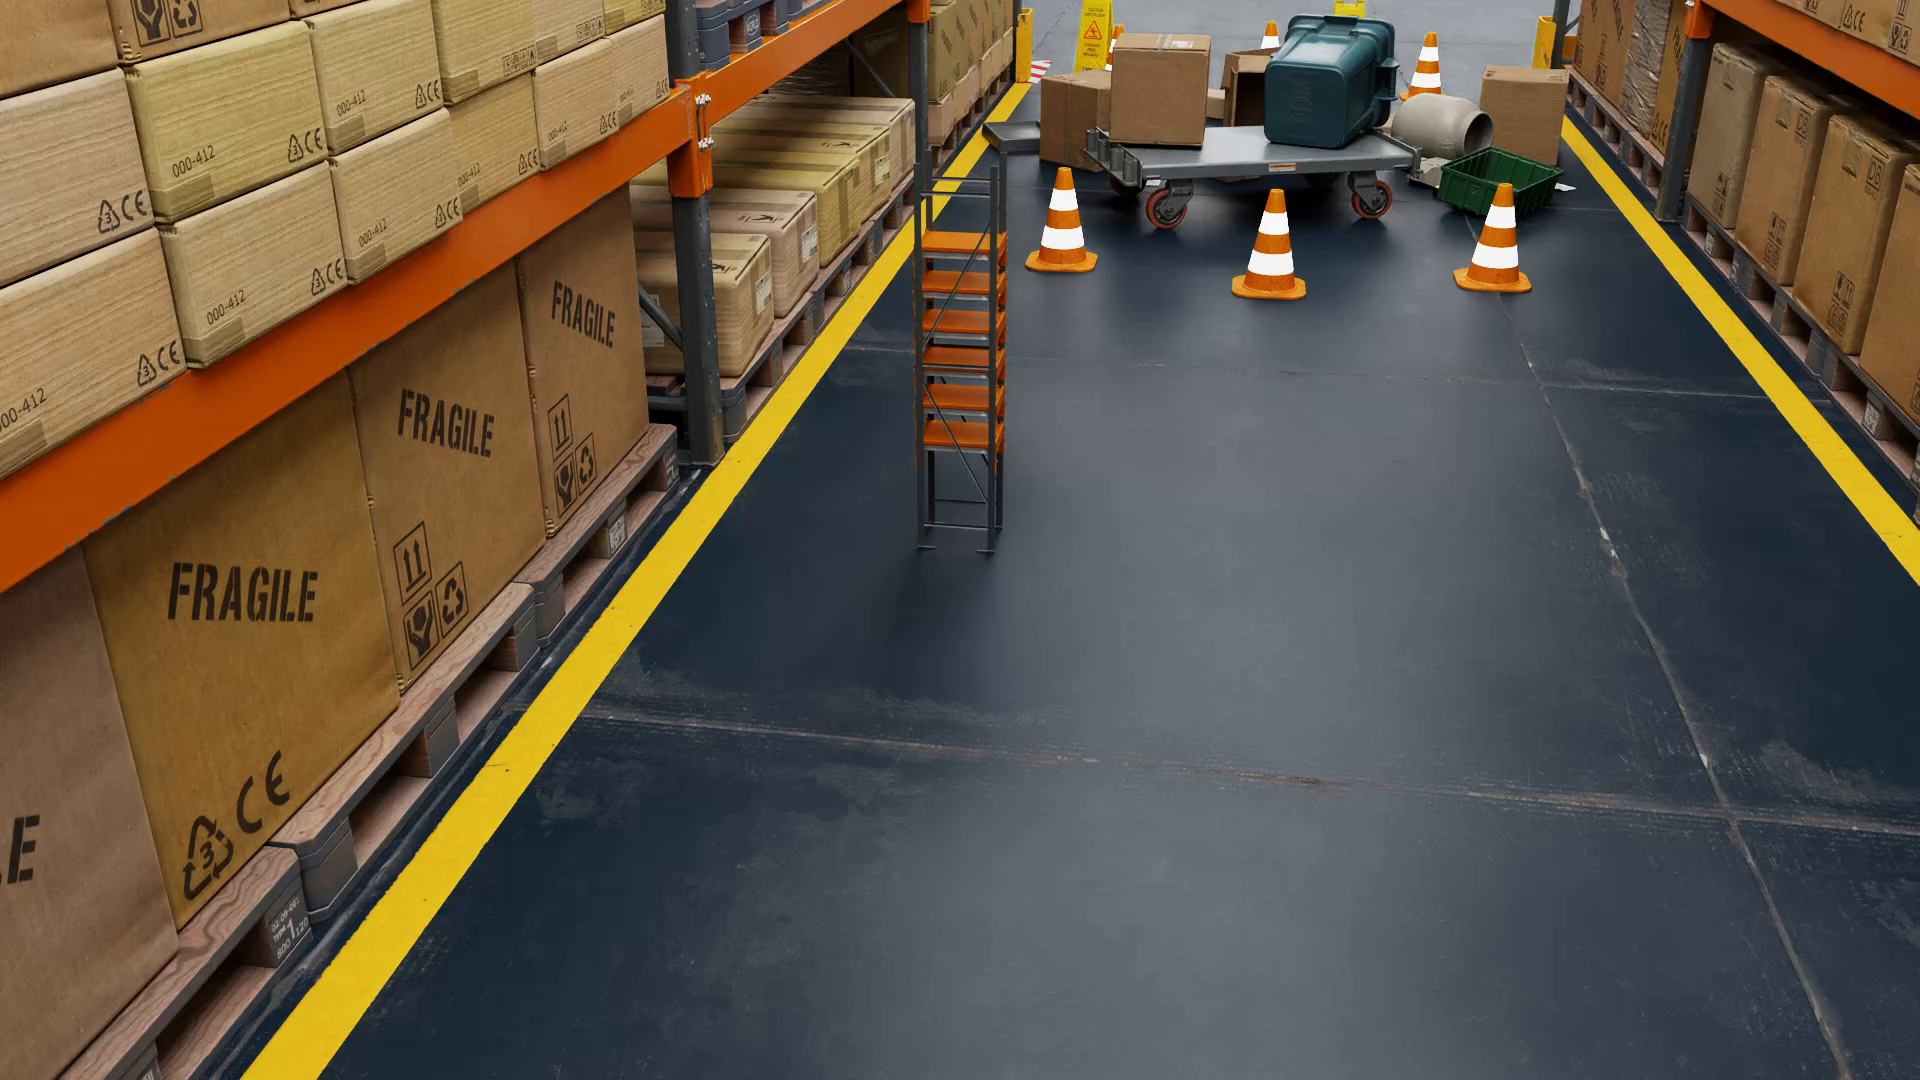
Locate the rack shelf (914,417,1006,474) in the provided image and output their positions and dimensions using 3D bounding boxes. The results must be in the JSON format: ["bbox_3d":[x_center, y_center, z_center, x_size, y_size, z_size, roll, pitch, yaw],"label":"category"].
[{"bbox_3d":[0.002,-0.292,5.129,0.258,0.103,0.180,4,25,9],"label":"rack shelf"}]

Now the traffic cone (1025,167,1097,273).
[{"bbox_3d":[0.499,-1.571,8.061,0.336,0.463,0.334,4,25,9],"label":"traffic cone"}]

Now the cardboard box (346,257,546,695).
[{"bbox_3d":[-1.678,-0.235,4.225,0.875,0.875,0.875,4,25,9],"label":"cardboard box"}]

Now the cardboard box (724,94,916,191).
[{"bbox_3d":[-0.763,-2.117,8.838,0.950,0.372,0.625,4,25,9],"label":"cardboard box"}]

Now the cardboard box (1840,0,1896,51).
[{"bbox_3d":[3.540,-2.032,5.936,0.500,0.500,0.500,4,25,8],"label":"cardboard box"}]

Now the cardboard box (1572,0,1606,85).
[{"bbox_3d":[4.828,-3.648,11.516,0.875,0.875,0.875,4,25,9],"label":"cardboard box"}]

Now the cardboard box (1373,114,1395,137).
[{"bbox_3d":[2.684,-2.644,10.585,0.396,0.266,0.258,8,26,18],"label":"cardboard box"}]

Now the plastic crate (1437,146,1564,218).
[{"bbox_3d":[2.956,-1.951,9.130,0.450,0.188,0.662,29,36,30],"label":"plastic crate"}]

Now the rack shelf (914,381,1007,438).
[{"bbox_3d":[0.002,-0.401,5.078,0.258,0.103,0.180,4,25,9],"label":"rack shelf"}]

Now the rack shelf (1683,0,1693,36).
[{"bbox_3d":[4.547,-3.546,10.136,1.077,0.370,4.000,4,25,9],"label":"rack shelf"}]

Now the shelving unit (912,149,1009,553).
[{"bbox_3d":[0.002,-0.549,5.009,0.258,1.200,0.189,4,25,9],"label":"shelving unit"}]

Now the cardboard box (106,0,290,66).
[{"bbox_3d":[-1.491,-1.077,2.715,0.500,0.500,0.500,3,25,7],"label":"cardboard box"}]

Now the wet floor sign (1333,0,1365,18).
[{"bbox_3d":[2.925,-3.791,12.589,0.267,0.644,0.232,0,25,-1],"label":"wet floor sign"}]

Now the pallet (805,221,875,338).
[{"bbox_3d":[-1.002,-1.236,7.641,1.003,0.211,1.213,4,25,9],"label":"pallet"}]

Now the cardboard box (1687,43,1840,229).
[{"bbox_3d":[4.208,-1.941,8.016,1.050,0.750,0.750,4,25,8],"label":"cardboard box"}]

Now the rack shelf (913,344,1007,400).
[{"bbox_3d":[0.002,-0.509,5.027,0.258,0.103,0.180,4,25,9],"label":"rack shelf"}]

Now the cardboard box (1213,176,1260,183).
[{"bbox_3d":[1.571,-2.290,9.829,0.258,0.266,0.396,-14,29,-27],"label":"cardboard box"}]

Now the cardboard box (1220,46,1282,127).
[{"bbox_3d":[2.185,-2.968,10.998,0.797,0.503,0.637,-14,29,-27],"label":"cardboard box"}]

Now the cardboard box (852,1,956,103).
[{"bbox_3d":[-0.317,-2.849,9.661,0.500,0.500,0.500,5,26,11],"label":"cardboard box"}]

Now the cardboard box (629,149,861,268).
[{"bbox_3d":[-0.989,-1.525,7.573,0.950,0.372,0.625,5,26,10],"label":"cardboard box"}]

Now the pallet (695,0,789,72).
[{"bbox_3d":[-1.322,-1.882,5.958,1.213,0.211,1.003,4,25,9],"label":"pallet"}]

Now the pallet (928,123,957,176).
[{"bbox_3d":[-0.605,-2.356,10.035,1.003,0.211,1.213,4,25,9],"label":"pallet"}]

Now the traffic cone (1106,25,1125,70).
[{"bbox_3d":[1.177,-3.591,12.376,0.336,0.463,0.334,4,25,9],"label":"traffic cone"}]

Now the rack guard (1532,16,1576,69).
[{"bbox_3d":[4.878,-3.586,12.322,1.175,0.500,0.348,4,25,9],"label":"rack guard"}]

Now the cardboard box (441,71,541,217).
[{"bbox_3d":[-1.326,-0.941,3.900,0.500,0.250,0.500,4,25,8],"label":"cardboard box"}]

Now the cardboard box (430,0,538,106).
[{"bbox_3d":[-1.305,-1.171,3.801,0.500,0.250,0.500,3,25,7],"label":"cardboard box"}]

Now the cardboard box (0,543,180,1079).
[{"bbox_3d":[-1.965,0.517,2.618,0.875,0.875,0.875,5,26,10],"label":"cardboard box"}]

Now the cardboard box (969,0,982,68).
[{"bbox_3d":[-0.155,-3.290,10.604,0.500,0.500,0.500,5,26,11],"label":"cardboard box"}]

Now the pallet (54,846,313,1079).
[{"bbox_3d":[-1.935,0.945,2.982,1.003,0.211,1.213,4,25,9],"label":"pallet"}]

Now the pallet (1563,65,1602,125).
[{"bbox_3d":[4.821,-3.105,11.636,1.003,0.211,1.213,4,25,9],"label":"pallet"}]

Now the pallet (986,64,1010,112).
[{"bbox_3d":[-0.206,-3.377,12.216,1.003,0.211,1.213,4,25,9],"label":"pallet"}]

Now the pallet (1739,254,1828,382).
[{"bbox_3d":[3.972,-0.933,6.994,1.003,0.211,1.213,4,25,9],"label":"pallet"}]

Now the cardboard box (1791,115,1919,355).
[{"bbox_3d":[3.895,-1.148,6.323,1.050,0.750,0.750,4,25,9],"label":"cardboard box"}]

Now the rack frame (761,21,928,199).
[{"bbox_3d":[-0.680,-3.336,8.839,1.000,3.000,0.127,4,25,9],"label":"rack frame"}]

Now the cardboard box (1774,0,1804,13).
[{"bbox_3d":[3.703,-2.459,6.848,0.500,0.500,0.500,4,25,8],"label":"cardboard box"}]

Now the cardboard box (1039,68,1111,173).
[{"bbox_3d":[0.838,-2.559,10.124,0.500,0.500,0.500,-20,32,-36],"label":"cardboard box"}]

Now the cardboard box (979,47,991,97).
[{"bbox_3d":[-0.065,-3.162,11.215,0.500,0.250,0.500,3,25,7],"label":"cardboard box"}]

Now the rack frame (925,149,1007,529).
[{"bbox_3d":[0.017,-0.588,5.090,0.240,1.200,0.006,4,25,9],"label":"rack frame"}]

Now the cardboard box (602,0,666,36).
[{"bbox_3d":[-1.162,-1.601,4.720,0.500,0.250,0.500,4,25,8],"label":"cardboard box"}]

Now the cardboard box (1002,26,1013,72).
[{"bbox_3d":[0.104,-3.587,12.123,0.500,0.250,0.500,4,25,8],"label":"cardboard box"}]

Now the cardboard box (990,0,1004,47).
[{"bbox_3d":[0.019,-3.722,11.527,0.500,0.500,0.500,5,26,10],"label":"cardboard box"}]

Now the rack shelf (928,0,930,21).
[{"bbox_3d":[-0.353,-3.847,10.778,1.077,0.370,4.000,4,25,9],"label":"rack shelf"}]

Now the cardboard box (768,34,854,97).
[{"bbox_3d":[-0.848,-2.887,9.742,0.500,0.500,0.500,4,25,8],"label":"cardboard box"}]

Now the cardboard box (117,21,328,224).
[{"bbox_3d":[-1.471,-0.742,2.885,0.500,0.250,0.500,4,25,9],"label":"cardboard box"}]

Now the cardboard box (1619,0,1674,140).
[{"bbox_3d":[4.536,-2.899,9.915,0.875,0.875,0.875,4,25,9],"label":"cardboard box"}]

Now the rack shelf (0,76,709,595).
[{"bbox_3d":[-1.660,-0.501,3.630,1.077,0.370,4.000,4,25,9],"label":"rack shelf"}]

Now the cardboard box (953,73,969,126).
[{"bbox_3d":[-0.241,-2.733,10.299,0.500,0.250,0.500,5,26,11],"label":"cardboard box"}]

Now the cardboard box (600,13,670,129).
[{"bbox_3d":[-1.160,-1.366,4.806,0.500,0.250,0.500,3,25,7],"label":"cardboard box"}]

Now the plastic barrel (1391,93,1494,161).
[{"bbox_3d":[2.892,-2.449,9.983,0.421,0.421,0.512,-20,32,-36],"label":"plastic barrel"}]

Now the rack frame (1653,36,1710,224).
[{"bbox_3d":[4.220,-3.035,8.196,1.000,3.000,0.127,4,25,9],"label":"rack frame"}]

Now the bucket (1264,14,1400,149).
[{"bbox_3d":[1.968,-2.458,9.031,0.726,0.611,0.620,13,38,26],"label":"bucket"}]

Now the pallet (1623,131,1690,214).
[{"bbox_3d":[4.422,-2.085,9.455,1.003,0.211,1.213,4,25,9],"label":"pallet"}]

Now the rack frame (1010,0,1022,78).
[{"bbox_3d":[-0.026,-5.009,12.413,1.000,3.000,0.127,4,25,9],"label":"rack frame"}]

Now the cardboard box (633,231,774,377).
[{"bbox_3d":[-1.231,-0.899,6.236,0.950,0.372,0.625,2,25,5],"label":"cardboard box"}]

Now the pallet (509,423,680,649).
[{"bbox_3d":[-1.537,-0.076,5.163,1.003,0.211,1.213,4,25,9],"label":"pallet"}]

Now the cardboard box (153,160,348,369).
[{"bbox_3d":[-1.472,-0.518,2.995,0.500,0.250,0.500,4,25,8],"label":"cardboard box"}]

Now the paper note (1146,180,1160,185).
[{"bbox_3d":[1.090,-2.095,9.689,0.148,0.019,0.142,4,25,9],"label":"paper note"}]

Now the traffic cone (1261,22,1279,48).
[{"bbox_3d":[2.327,-3.656,12.515,0.336,0.463,0.334,4,25,9],"label":"traffic cone"}]
